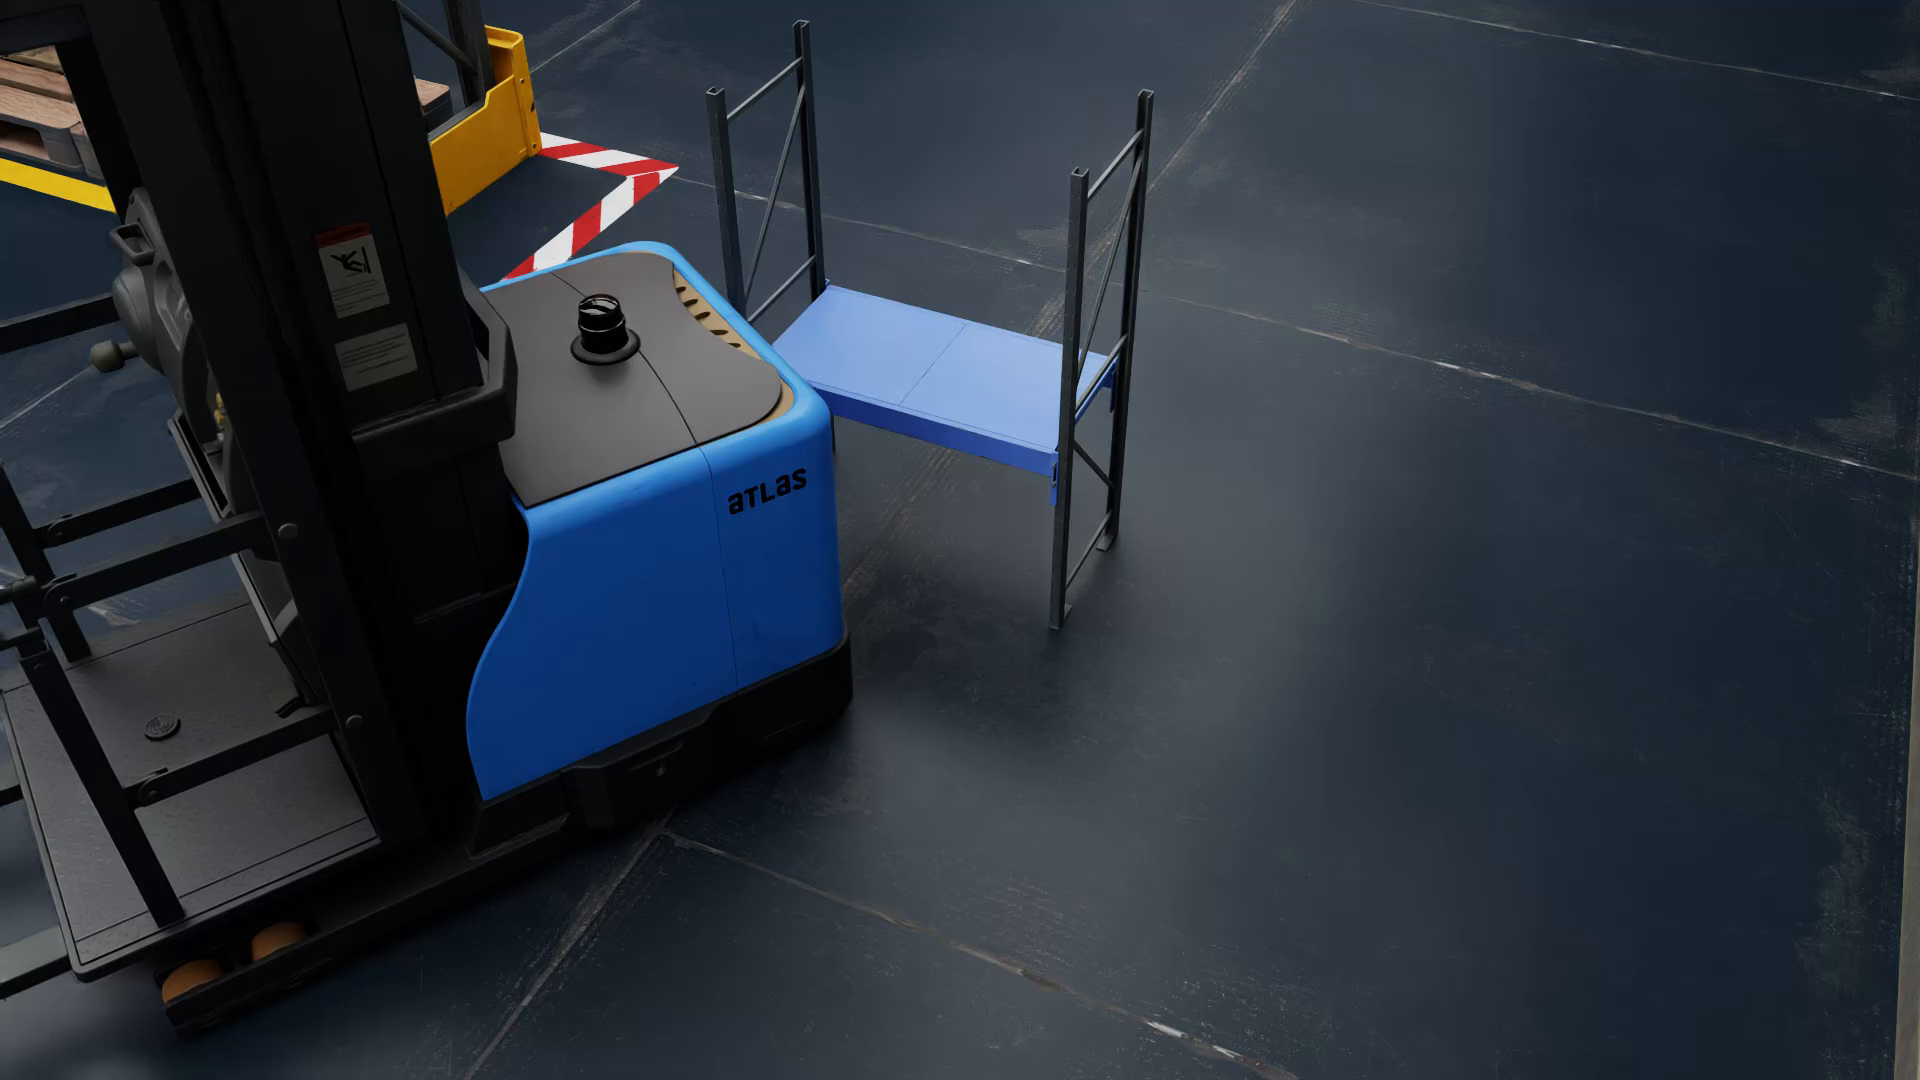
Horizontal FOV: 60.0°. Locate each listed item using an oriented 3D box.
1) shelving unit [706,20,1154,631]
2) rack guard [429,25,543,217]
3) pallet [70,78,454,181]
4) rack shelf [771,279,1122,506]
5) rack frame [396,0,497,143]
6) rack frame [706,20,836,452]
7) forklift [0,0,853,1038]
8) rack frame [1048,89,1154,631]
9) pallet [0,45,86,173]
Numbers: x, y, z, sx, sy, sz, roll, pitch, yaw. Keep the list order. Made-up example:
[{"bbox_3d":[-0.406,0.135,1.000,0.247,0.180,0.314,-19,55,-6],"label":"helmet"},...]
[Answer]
[{"bbox_3d":[-0.077,-0.590,4.786,1.048,1.500,0.538,17,44,19],"label":"shelving unit"},{"bbox_3d":[-2.192,-1.609,6.724,0.348,0.500,1.175,17,44,19],"label":"rack guard"},{"bbox_3d":[-2.950,-1.750,7.108,1.213,0.211,1.003,17,44,19],"label":"pallet"},{"bbox_3d":[-0.077,-0.454,4.904,1.000,0.185,0.538,17,44,19],"label":"rack shelf"},{"bbox_3d":[-2.219,-2.552,5.904,0.127,3.000,1.000,17,44,19],"label":"rack frame"},{"bbox_3d":[-0.538,-0.731,4.948,0.032,1.500,0.500,17,44,19],"label":"rack frame"},{"bbox_3d":[-1.815,-0.356,3.423,3.031,2.935,1.130,-23,46,-24],"label":"forklift"},{"bbox_3d":[0.383,-0.450,4.624,0.032,1.500,0.500,17,44,19],"label":"rack frame"},{"bbox_3d":[-4.052,-2.089,7.498,1.213,0.211,1.003,17,44,19],"label":"pallet"}]
